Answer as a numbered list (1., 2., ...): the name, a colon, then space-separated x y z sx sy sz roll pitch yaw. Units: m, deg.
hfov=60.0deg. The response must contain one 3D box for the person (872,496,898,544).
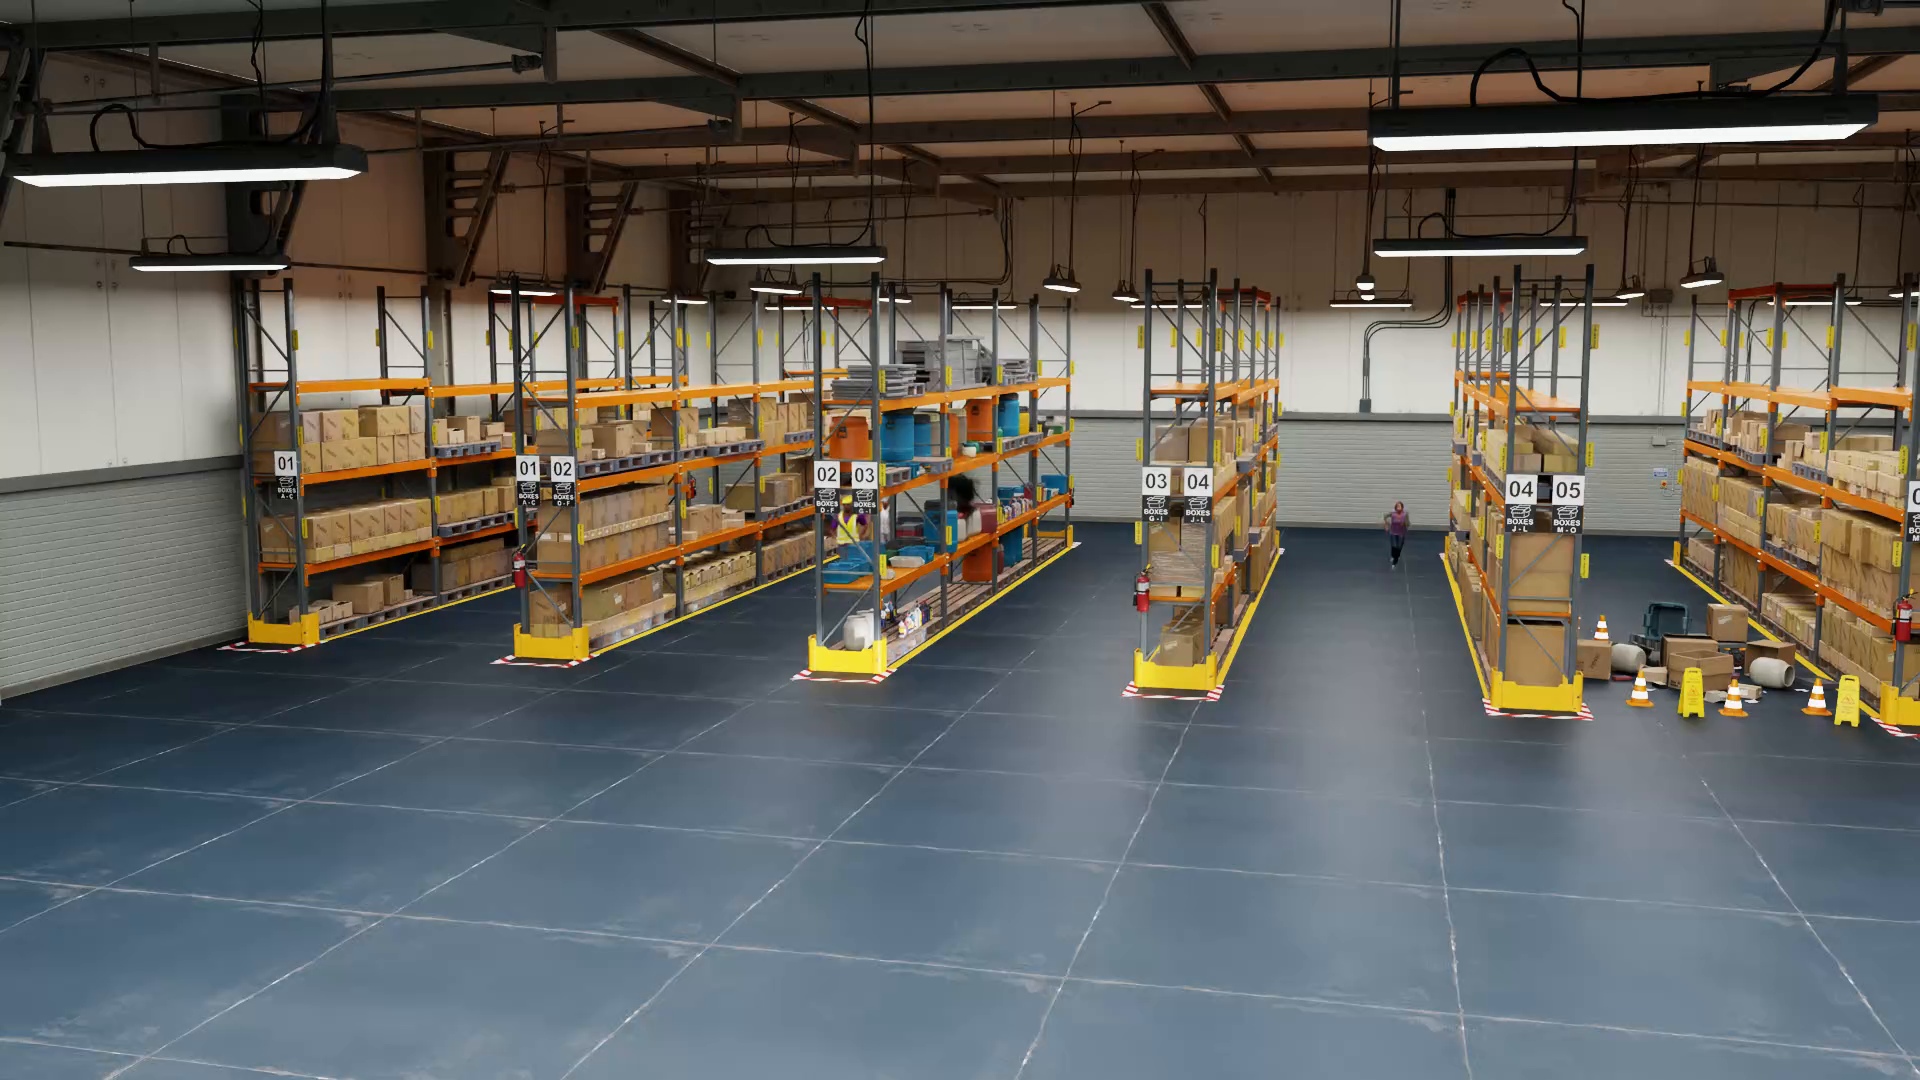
1. person: -1.635 -0.192 36.202 0.580 1.588 0.602 1 7 6

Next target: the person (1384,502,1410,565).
1. person: 9.491 -0.133 36.140 0.524 1.432 0.743 1 7 5

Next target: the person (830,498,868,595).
1. person: -2.108 0.095 31.184 0.700 1.782 0.887 1 7 8
